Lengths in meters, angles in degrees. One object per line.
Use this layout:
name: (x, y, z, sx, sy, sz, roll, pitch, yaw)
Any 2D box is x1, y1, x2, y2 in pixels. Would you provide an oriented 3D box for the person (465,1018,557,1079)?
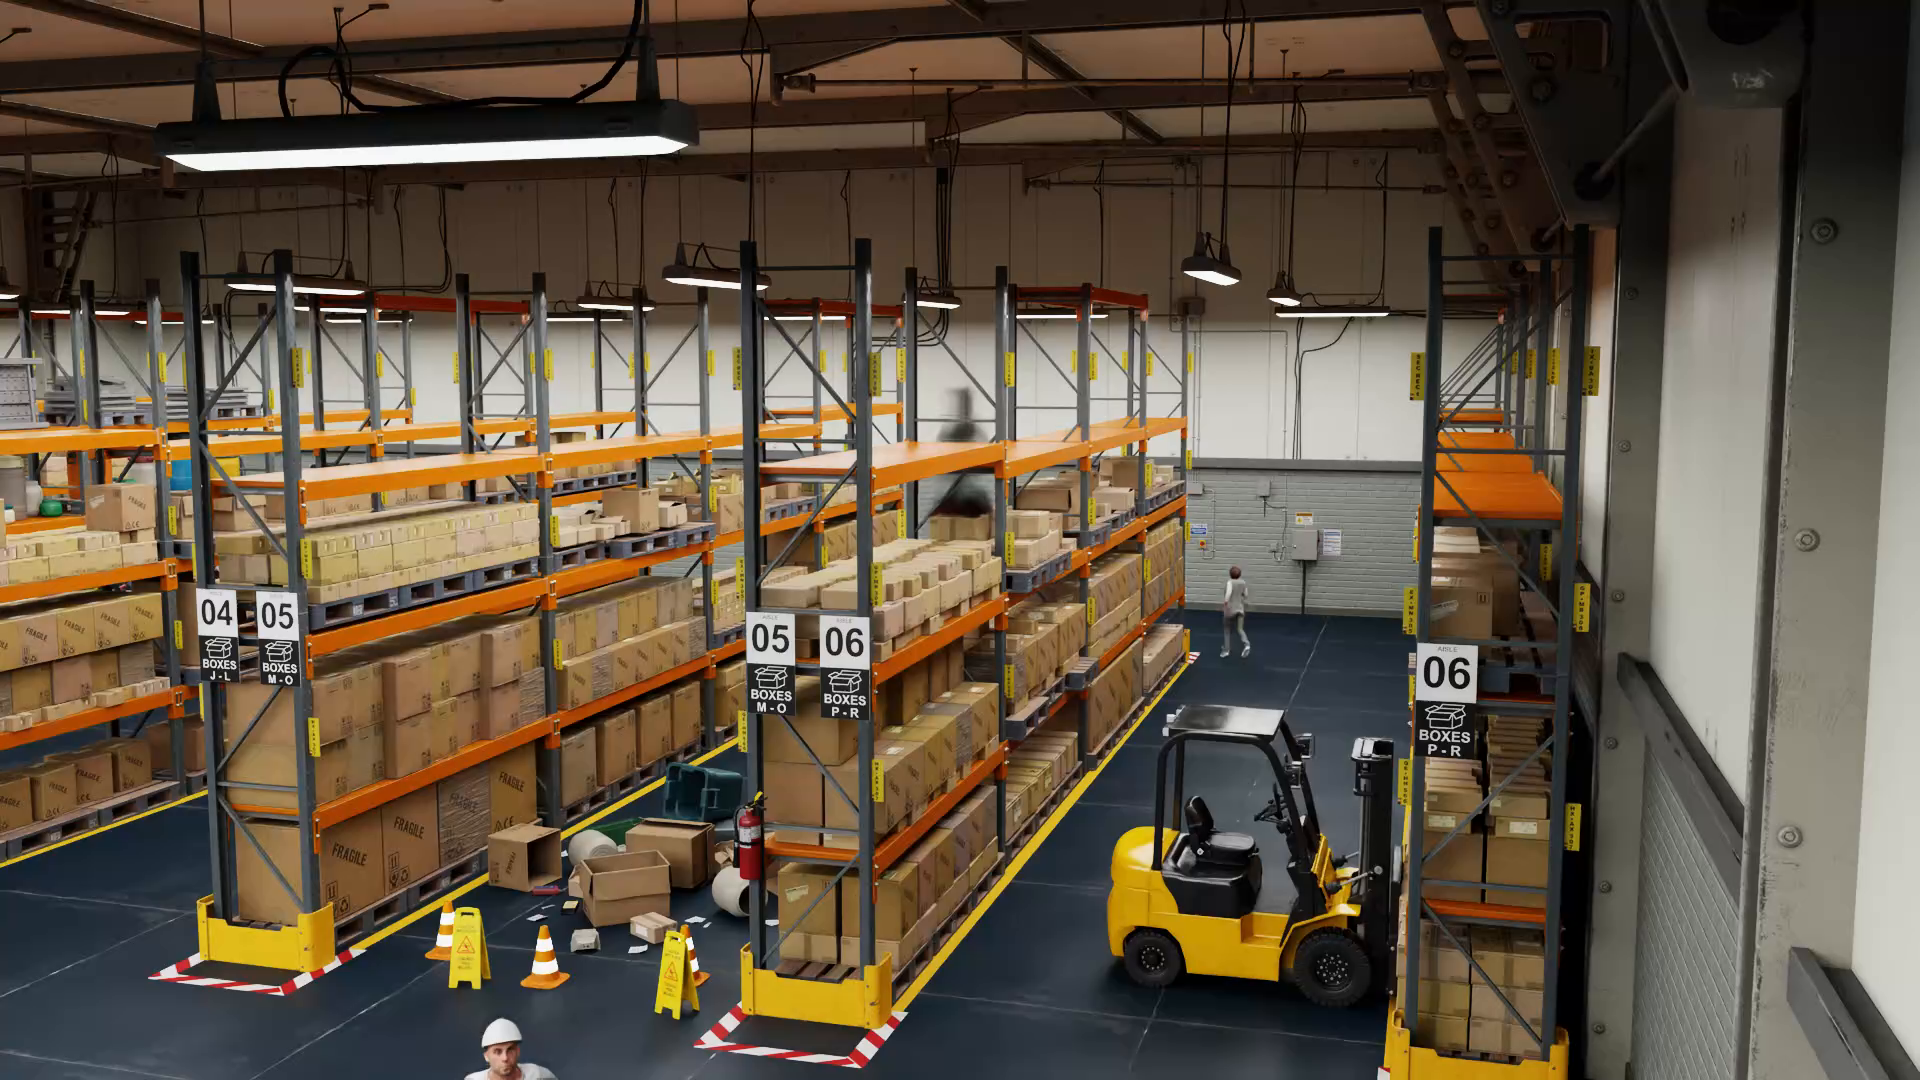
person: (-2.370, 3.328, 8.655, 0.657, 1.758, 0.790, -3, 7, -23)

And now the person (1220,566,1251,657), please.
person: (4.639, 1.233, 27.986, 0.540, 1.601, 0.889, -2, 7, -20)
